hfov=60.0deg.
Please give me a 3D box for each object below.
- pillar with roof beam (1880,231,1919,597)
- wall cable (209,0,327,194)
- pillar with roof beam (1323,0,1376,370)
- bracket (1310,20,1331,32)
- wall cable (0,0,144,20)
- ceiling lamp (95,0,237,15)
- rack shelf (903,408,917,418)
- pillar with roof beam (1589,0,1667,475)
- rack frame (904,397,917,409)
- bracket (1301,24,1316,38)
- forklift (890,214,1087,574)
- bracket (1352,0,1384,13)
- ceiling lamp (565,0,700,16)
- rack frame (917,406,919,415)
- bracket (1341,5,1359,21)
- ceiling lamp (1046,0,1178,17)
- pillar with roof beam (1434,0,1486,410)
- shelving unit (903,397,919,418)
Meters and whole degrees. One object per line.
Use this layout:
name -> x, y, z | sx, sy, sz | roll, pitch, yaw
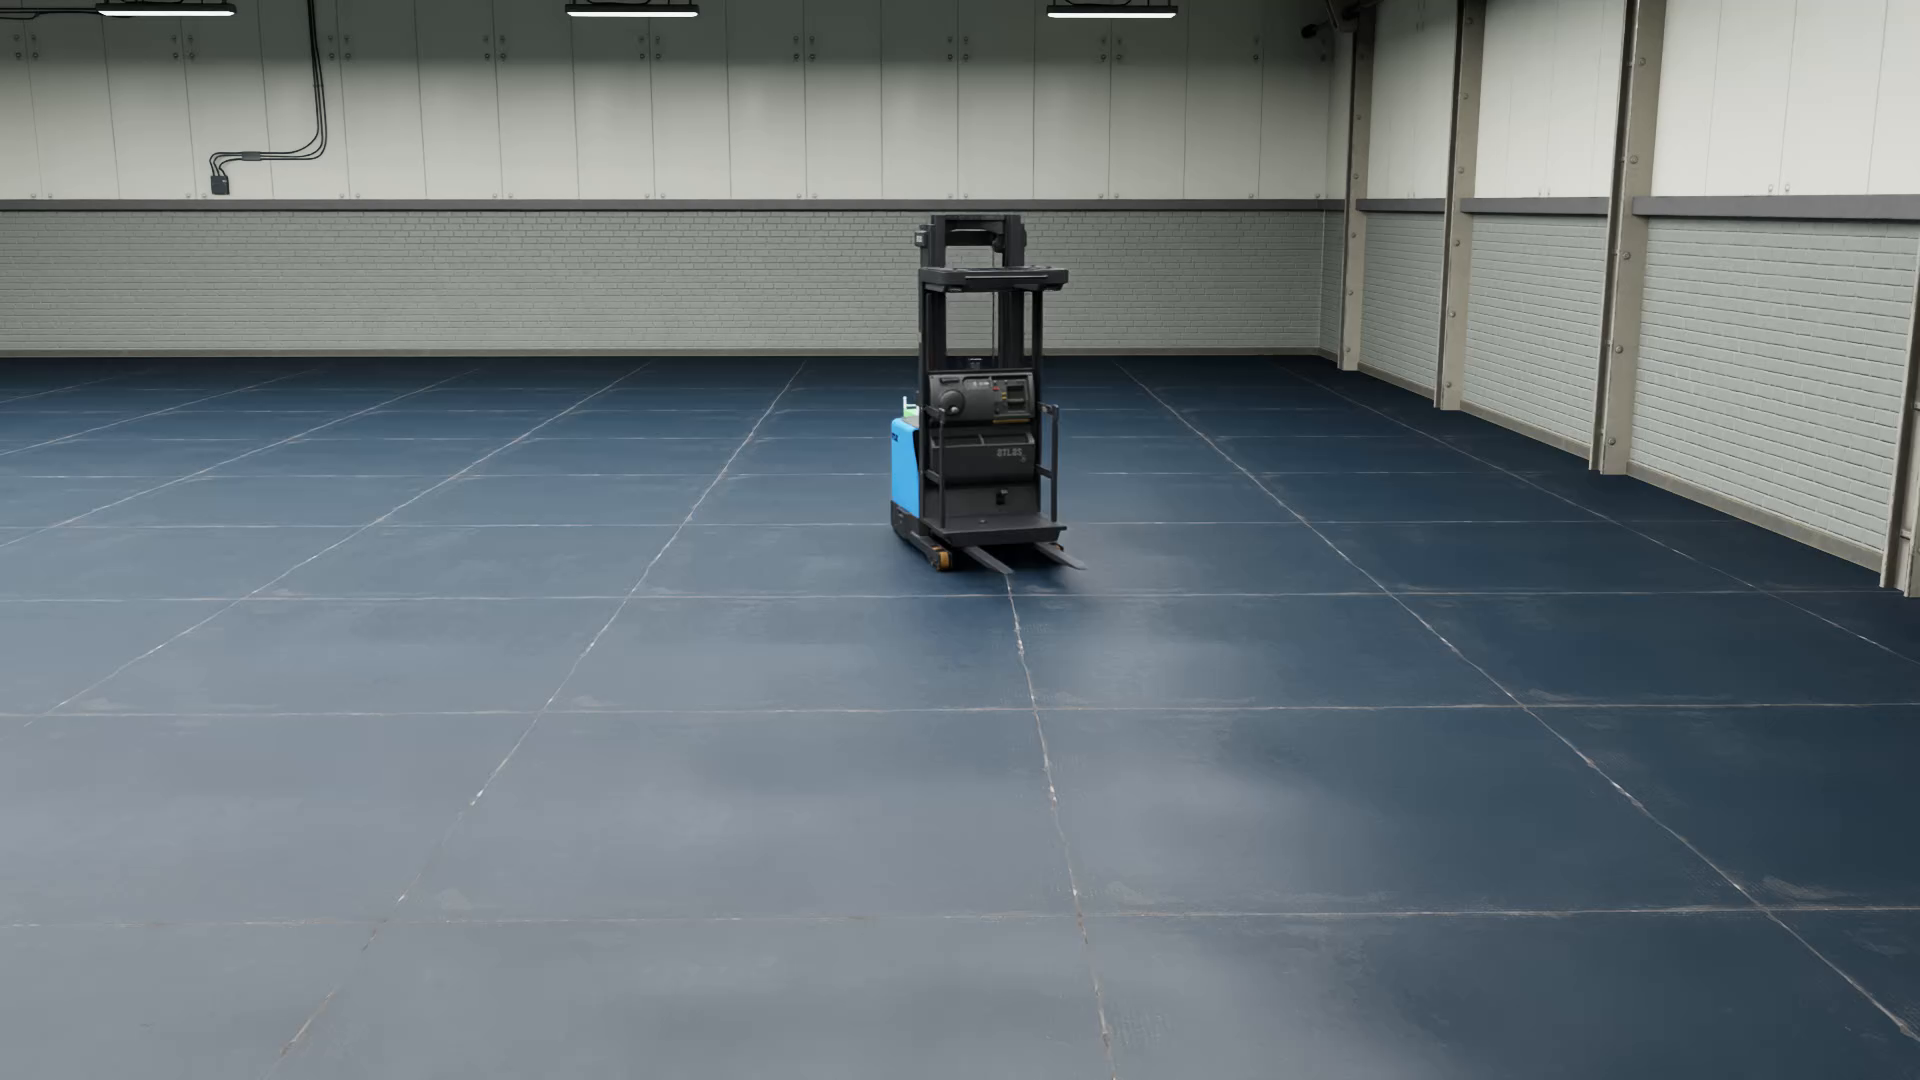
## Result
pillar with roof beam -> 3.276, -3.984, 12.256 | 9.100, 9.000, 0.400 | 0, 11, -1
wall cable -> -13.532, -9.744, 32.094 | 2.305, 6.003, 0.169 | 0, 11, -1
pillar with roof beam -> 2.904, -7.562, 29.893 | 9.100, 9.000, 0.548 | 0, 11, -1
bracket -> 6.808, -9.779, 31.765 | 0.076, 0.066, 3.189 | 0, 11, -1
wall cable -> -17.225, -11.248, 31.727 | 3.097, 2.526, 0.112 | 0, 11, -1
ceiling lamp -> -12.068, -9.593, 25.221 | 2.000, 3.185, 0.800 | 0, 11, -1
rack shelf -> -0.358, -1.158, 15.847 | 0.258, 0.148, 0.480 | -3, 12, -16
pillar with roof beam -> 3.152, -5.177, 18.135 | 9.100, 9.000, 0.400 | 0, 11, -1
rack frame -> -0.426, -0.797, 16.159 | 0.240, 1.200, 0.015 | -3, 12, -16
bracket -> 6.796, -9.896, 32.343 | 0.235, 0.232, 0.430 | 0, 11, -1
forklift -> 0.251, -1.265, 14.115 | 1.130, 2.935, 3.031 | -3, 12, -16
bracket -> 6.915, -8.748, 26.684 | 0.076, 0.066, 4.783 | 0, 11, -1
ceiling lamp -> -5.010, -9.622, 25.364 | 2.000, 3.185, 0.800 | 0, 11, -1
rack frame -> -0.289, -0.704, 15.700 | 0.240, 1.200, 0.015 | -3, 12, -16
bracket -> 6.862, -9.260, 29.208 | 0.235, 0.232, 0.430 | 0, 11, -1
ceiling lamp -> 2.329, -9.652, 25.513 | 2.000, 3.185, 0.800 | 0, 11, -1
pillar with roof beam -> 3.028, -6.370, 24.014 | 9.100, 9.000, 0.400 | 0, 11, -1
shelving unit -> -0.358, -0.750, 15.930 | 0.258, 1.200, 0.503 | -3, 12, -16
